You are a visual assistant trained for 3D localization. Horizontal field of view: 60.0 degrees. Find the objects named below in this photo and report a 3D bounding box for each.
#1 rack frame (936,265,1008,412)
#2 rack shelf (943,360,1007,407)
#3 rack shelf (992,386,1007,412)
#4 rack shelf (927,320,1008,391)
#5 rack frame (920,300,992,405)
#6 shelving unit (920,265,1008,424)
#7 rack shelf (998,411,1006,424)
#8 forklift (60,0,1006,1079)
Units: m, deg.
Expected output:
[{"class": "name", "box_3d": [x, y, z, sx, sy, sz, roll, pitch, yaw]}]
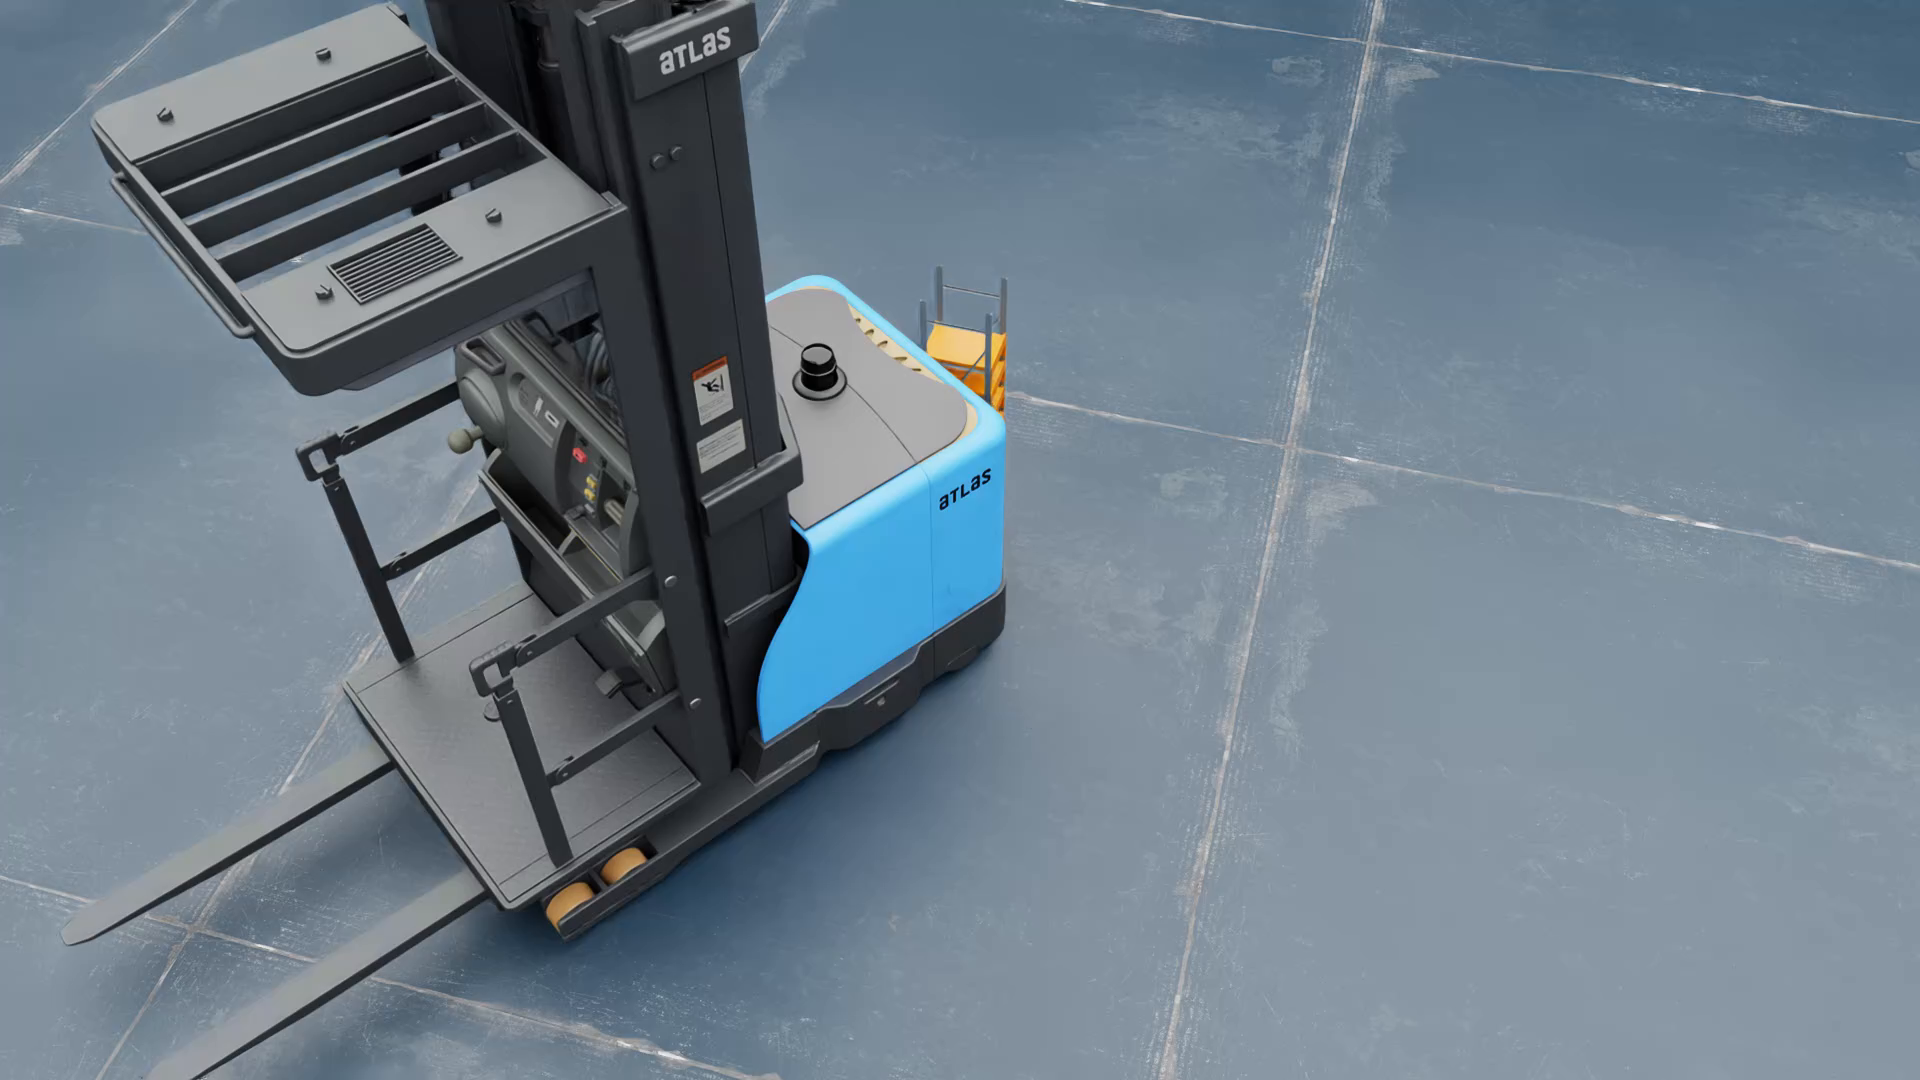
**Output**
[{"class": "rack frame", "box_3d": [0.039, -0.477, 5.871, 0.240, 1.200, 0.006, 13, 50, 11]}, {"class": "rack shelf", "box_3d": [0.013, -0.541, 5.666, 0.258, 0.103, 0.180, 13, 50, 11]}, {"class": "rack shelf", "box_3d": [0.013, -0.461, 5.756, 0.258, 0.103, 0.180, 13, 50, 11]}, {"class": "rack shelf", "box_3d": [0.013, -0.620, 5.576, 0.258, 0.103, 0.180, 13, 50, 11]}, {"class": "rack frame", "box_3d": [-0.013, -0.346, 5.755, 0.240, 1.200, 0.006, 13, 50, 11]}, {"class": "shelving unit", "box_3d": [0.013, -0.411, 5.813, 0.258, 1.200, 0.189, 13, 50, 11]}, {"class": "rack shelf", "box_3d": [0.013, -0.382, 5.846, 0.258, 0.103, 0.180, 13, 50, 11]}, {"class": "forklift", "box_3d": [-1.295, -0.196, 4.468, 3.031, 2.935, 1.130, -32, 56, -25]}]
